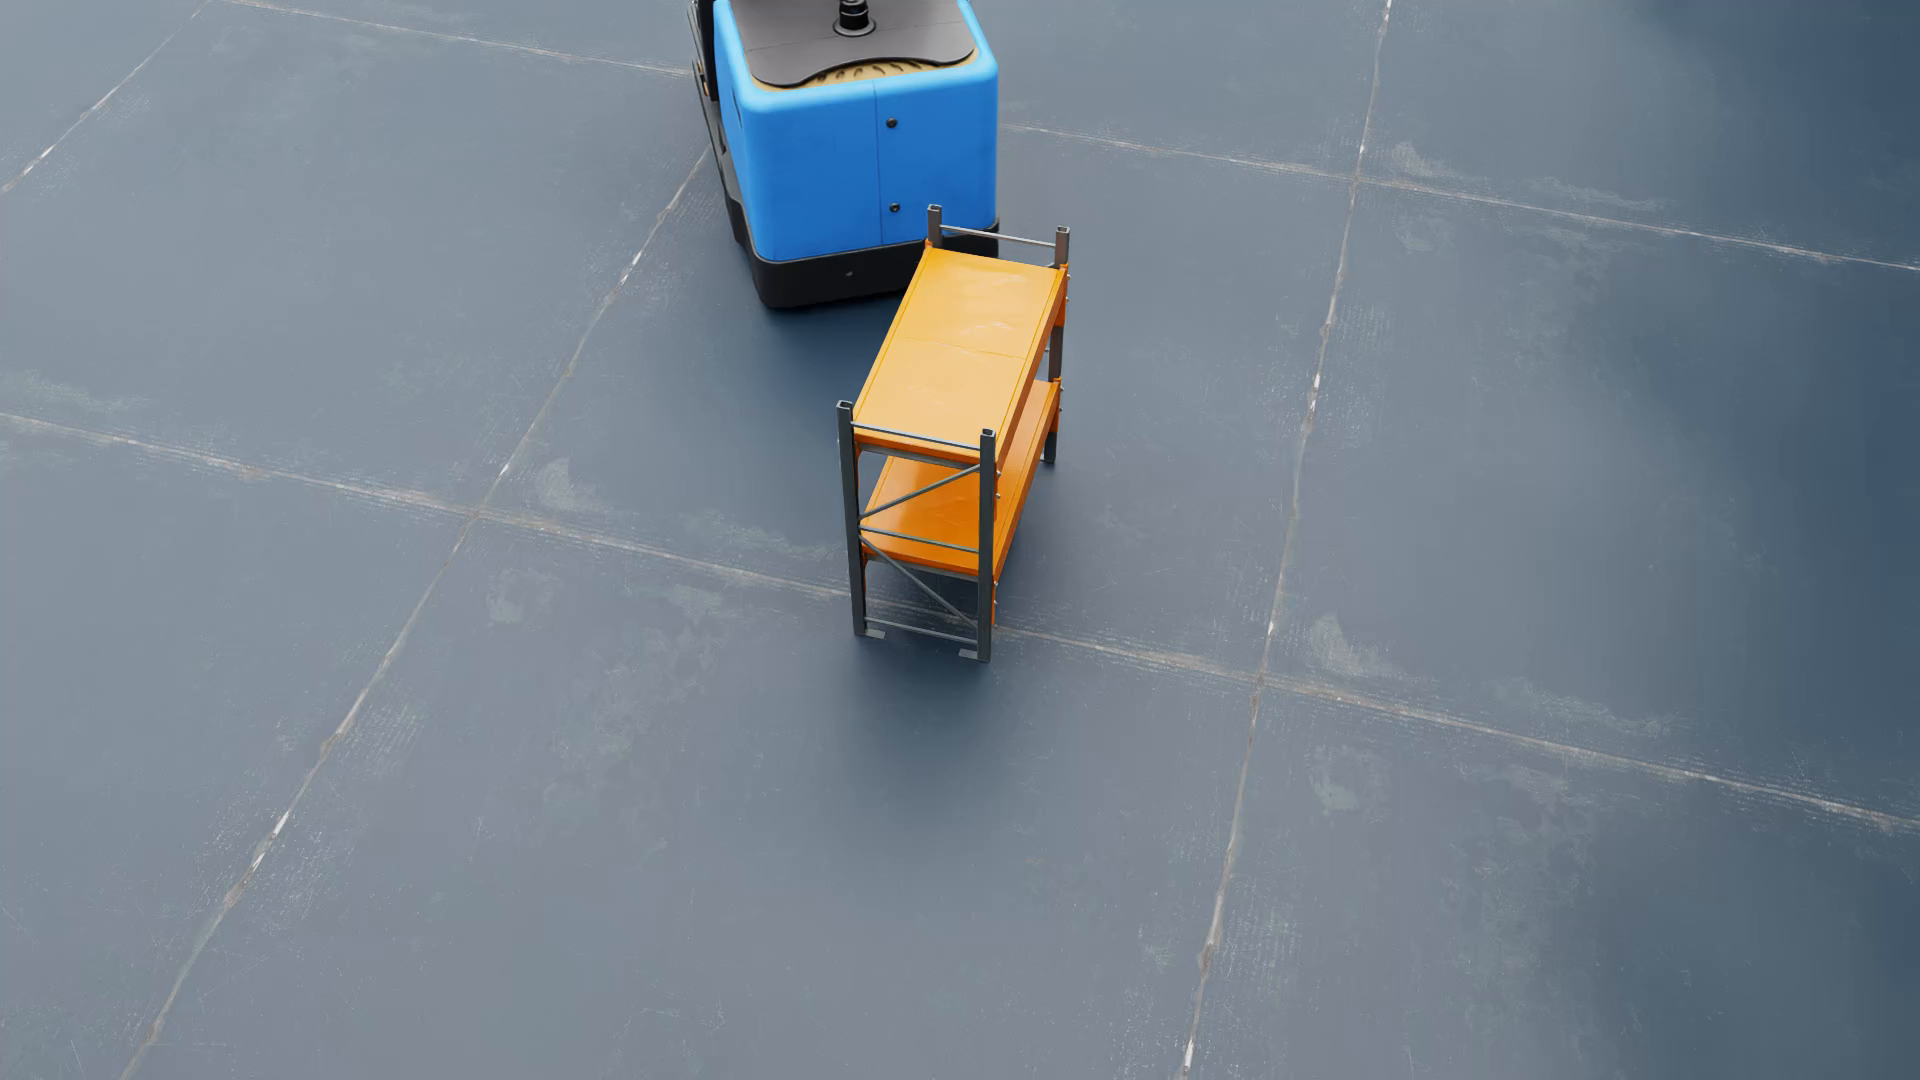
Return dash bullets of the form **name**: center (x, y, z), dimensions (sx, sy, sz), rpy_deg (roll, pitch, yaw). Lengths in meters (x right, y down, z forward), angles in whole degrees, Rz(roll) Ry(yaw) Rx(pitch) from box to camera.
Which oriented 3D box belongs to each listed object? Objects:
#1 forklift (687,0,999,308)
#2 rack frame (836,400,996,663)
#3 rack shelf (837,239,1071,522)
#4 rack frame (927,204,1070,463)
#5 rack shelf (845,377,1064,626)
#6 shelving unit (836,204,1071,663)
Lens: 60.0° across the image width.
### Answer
- **forklift**: center (-0.687, -3.080, 7.014), dimensions (1.130, 2.935, 3.031), rpy_deg (-11, 49, -9)
- **rack frame**: center (-0.136, 0.000, 5.499), dimensions (0.500, 1.125, 0.032), rpy_deg (12, 50, 10)
- **rack shelf**: center (-0.002, -0.561, 5.605), dimensions (0.538, 0.278, 1.000), rpy_deg (12, 50, 10)
- **rack frame**: center (0.132, -0.735, 6.148), dimensions (0.500, 1.125, 0.032), rpy_deg (12, 50, 10)
- **rack shelf**: center (-0.002, -0.206, 6.007), dimensions (0.538, 0.278, 1.000), rpy_deg (12, 50, 10)
- **shelving unit**: center (-0.002, -0.367, 5.824), dimensions (0.538, 1.125, 1.048), rpy_deg (12, 50, 10)
